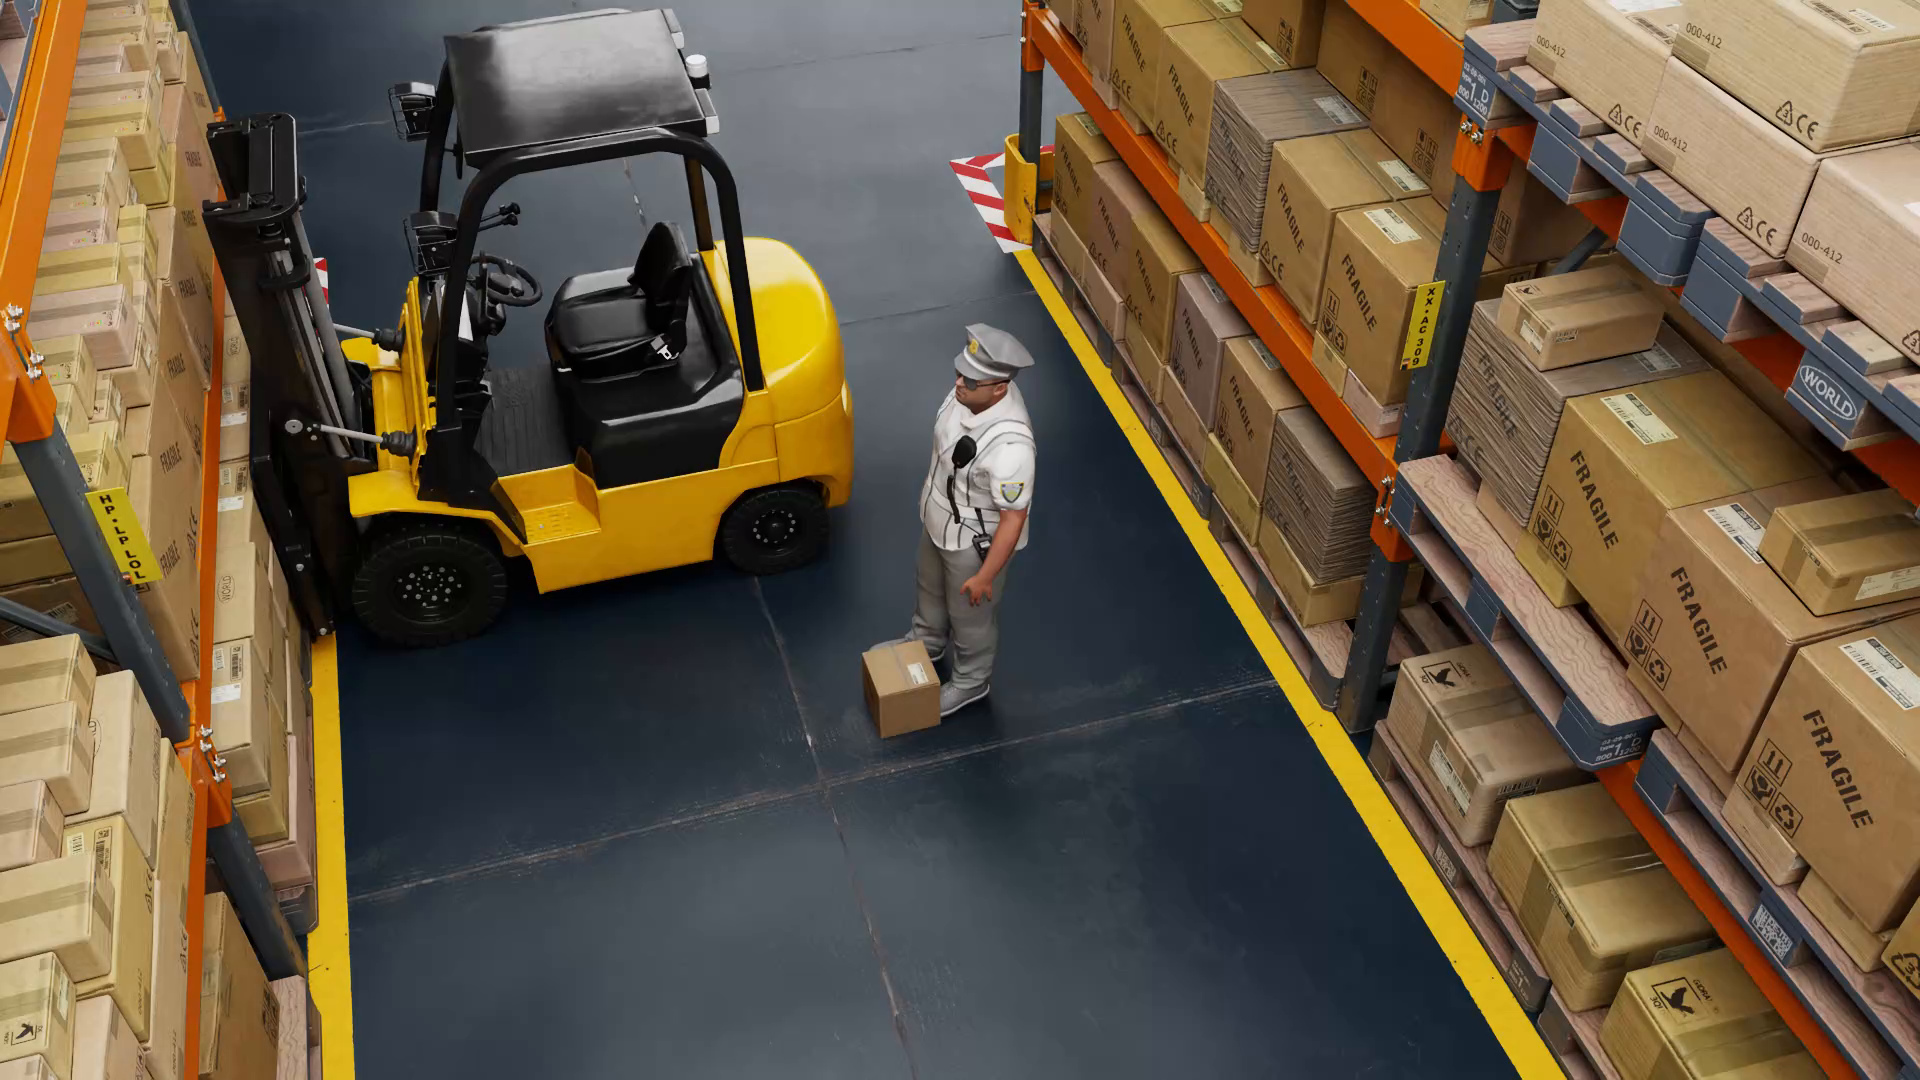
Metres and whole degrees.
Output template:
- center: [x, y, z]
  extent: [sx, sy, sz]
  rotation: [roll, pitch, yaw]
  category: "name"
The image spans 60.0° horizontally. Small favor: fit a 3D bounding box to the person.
- center: [-0.037, -0.042, 6.172]
  extent: [0.575, 1.772, 0.640]
  rotation: [-12, 43, -13]
  category: "person"
